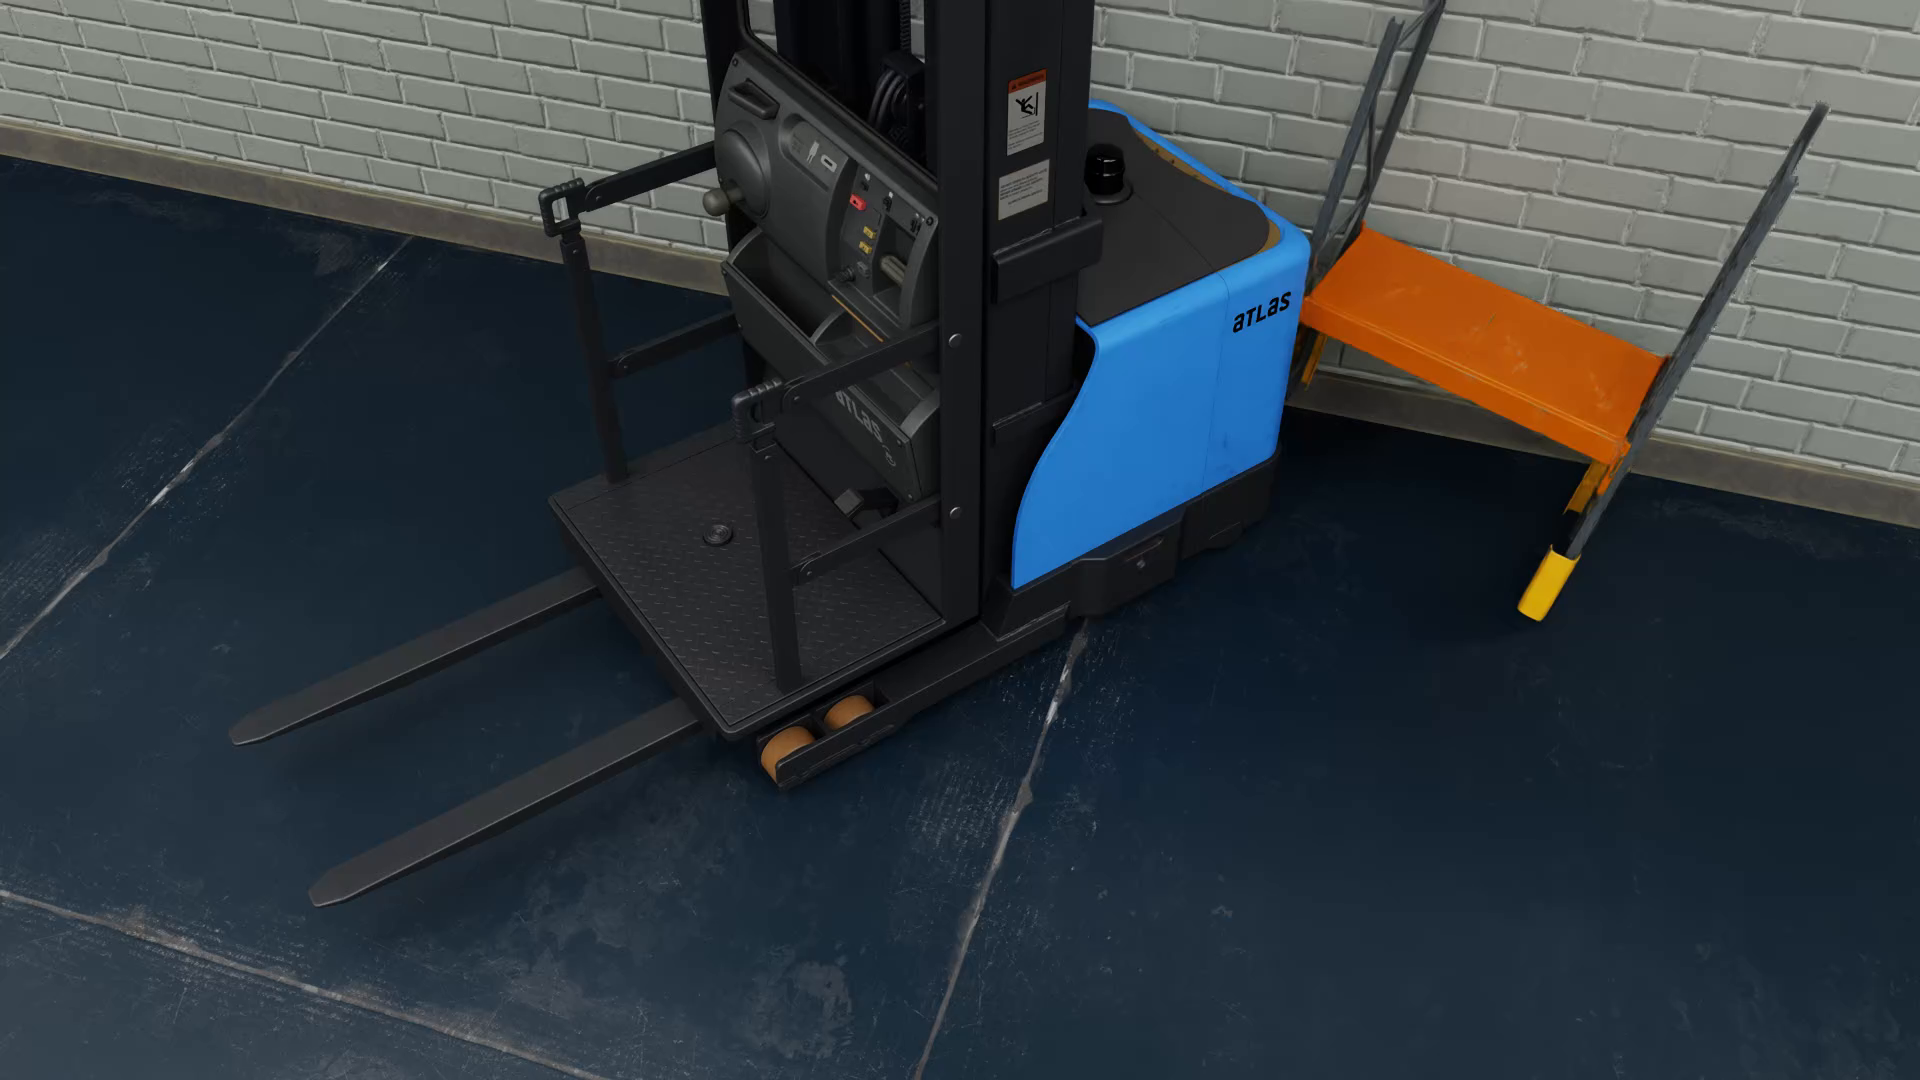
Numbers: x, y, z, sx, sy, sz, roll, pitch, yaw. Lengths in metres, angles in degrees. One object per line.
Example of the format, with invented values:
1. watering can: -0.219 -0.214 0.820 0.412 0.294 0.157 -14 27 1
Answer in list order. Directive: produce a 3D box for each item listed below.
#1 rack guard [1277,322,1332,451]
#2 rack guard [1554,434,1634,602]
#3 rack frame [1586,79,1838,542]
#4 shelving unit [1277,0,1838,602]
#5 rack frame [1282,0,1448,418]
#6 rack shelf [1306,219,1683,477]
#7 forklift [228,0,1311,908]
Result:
1. rack guard: 1.057 -0.459 5.317 0.087 0.250 0.587 22 45 11
2. rack guard: 1.962 -0.088 5.132 0.087 0.250 0.587 22 45 11
3. rack frame: 2.072 -0.520 4.694 0.032 1.500 0.500 22 45 11
4. shelving unit: 1.601 -0.713 4.790 1.083 1.500 0.587 22 45 11
5. rack frame: 1.147 -0.900 4.883 0.032 1.500 0.500 22 45 11
6. rack shelf: 1.583 -0.583 4.913 1.000 0.185 0.538 22 45 11
7. forklift: -0.512 -0.797 3.968 3.031 2.935 1.130 -26 50 -24
